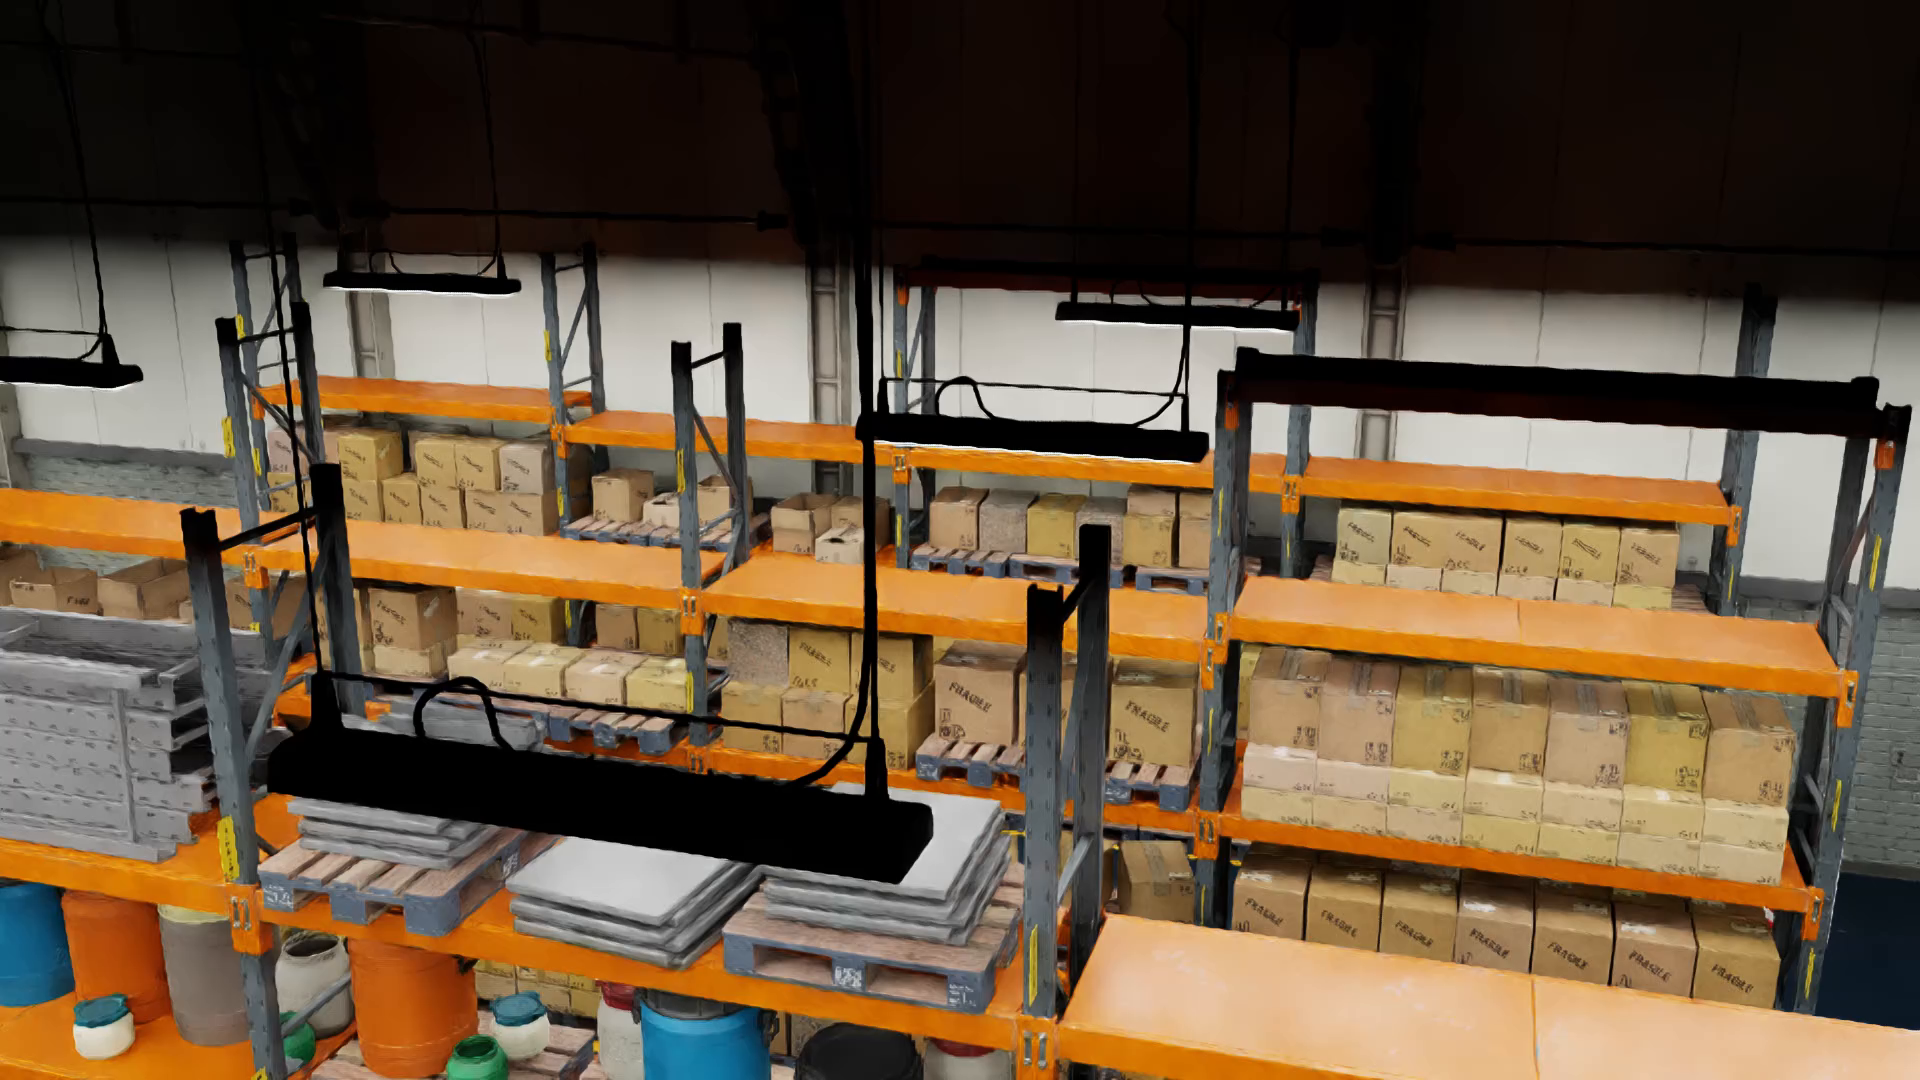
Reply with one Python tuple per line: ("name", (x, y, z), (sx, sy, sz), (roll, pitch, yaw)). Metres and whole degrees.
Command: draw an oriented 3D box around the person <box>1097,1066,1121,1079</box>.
("person", (0.990, 4.229, 11.059), (0.608, 1.652, 0.380), (-1, 16, -3))
